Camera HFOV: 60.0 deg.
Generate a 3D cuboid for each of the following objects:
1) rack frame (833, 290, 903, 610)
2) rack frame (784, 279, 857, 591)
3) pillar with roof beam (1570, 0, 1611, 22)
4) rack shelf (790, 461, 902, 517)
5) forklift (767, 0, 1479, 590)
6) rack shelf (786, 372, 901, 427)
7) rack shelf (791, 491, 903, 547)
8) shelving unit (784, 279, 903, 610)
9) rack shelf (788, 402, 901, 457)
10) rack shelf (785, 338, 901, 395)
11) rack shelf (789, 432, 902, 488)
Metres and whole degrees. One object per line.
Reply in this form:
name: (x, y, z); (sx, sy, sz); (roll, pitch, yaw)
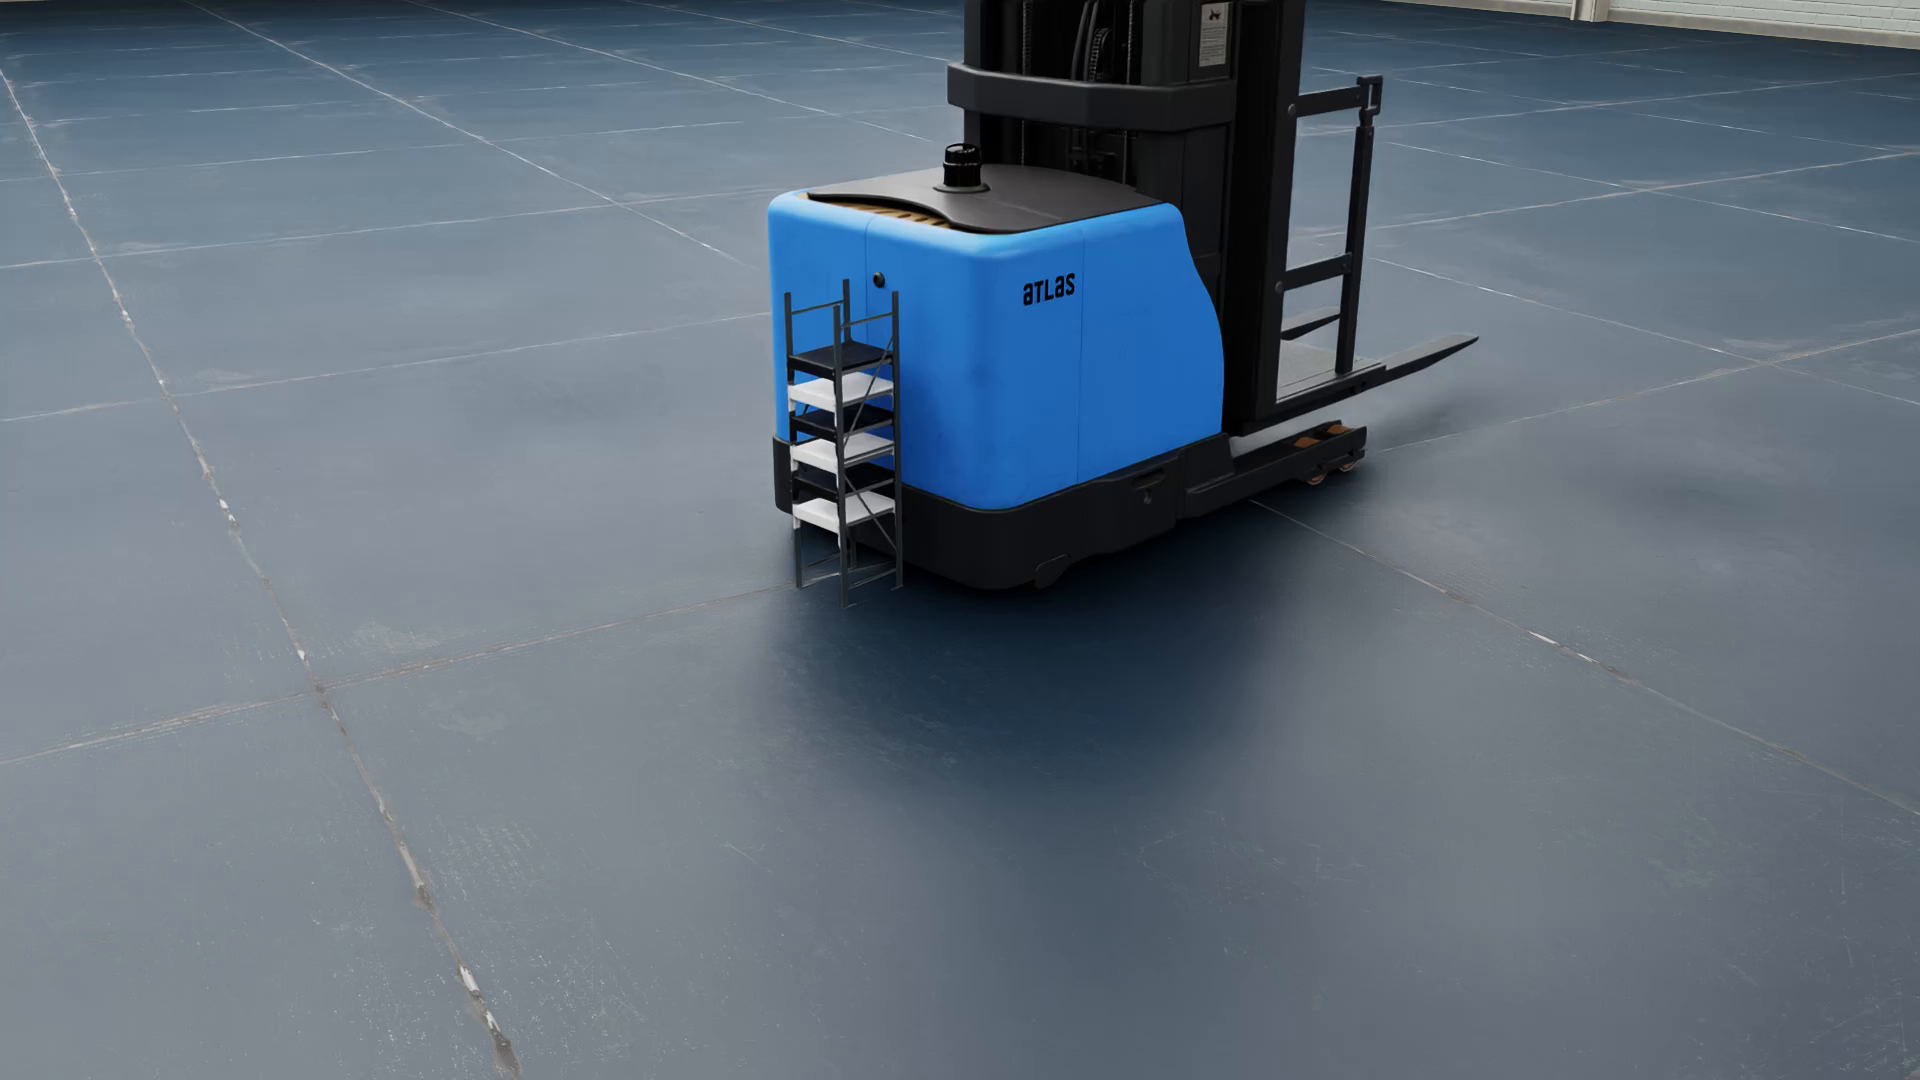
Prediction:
rack frame: (-0.257, -0.246, 4.722); (0.006, 0.900, 0.240); (20, 30, 40)
rack frame: (-0.403, -0.299, 4.853); (0.006, 0.900, 0.240); (20, 30, 40)
pillar with roof beam: (4.992, -10.522, 19.248); (9.100, 9.000, 0.400); (-13, 25, -28)
rack shelf: (-0.330, -0.159, 4.834); (0.200, 0.077, 0.258); (20, 30, 40)
forklift: (0.801, -1.671, 5.531); (3.031, 2.935, 1.130); (-20, 30, -41)
rack shelf: (-0.330, -0.409, 4.732); (0.200, 0.077, 0.258); (20, 30, 40)
rack shelf: (-0.330, -0.075, 4.868); (0.200, 0.077, 0.258); (20, 30, 40)
shelving unit: (-0.330, -0.273, 4.788); (0.210, 0.900, 0.258); (20, 30, 40)
rack shelf: (-0.330, -0.325, 4.766); (0.200, 0.077, 0.258); (20, 30, 40)
rack shelf: (-0.330, -0.492, 4.698); (0.200, 0.077, 0.258); (20, 30, 40)
rack shelf: (-0.330, -0.242, 4.800); (0.200, 0.077, 0.258); (20, 30, 40)
